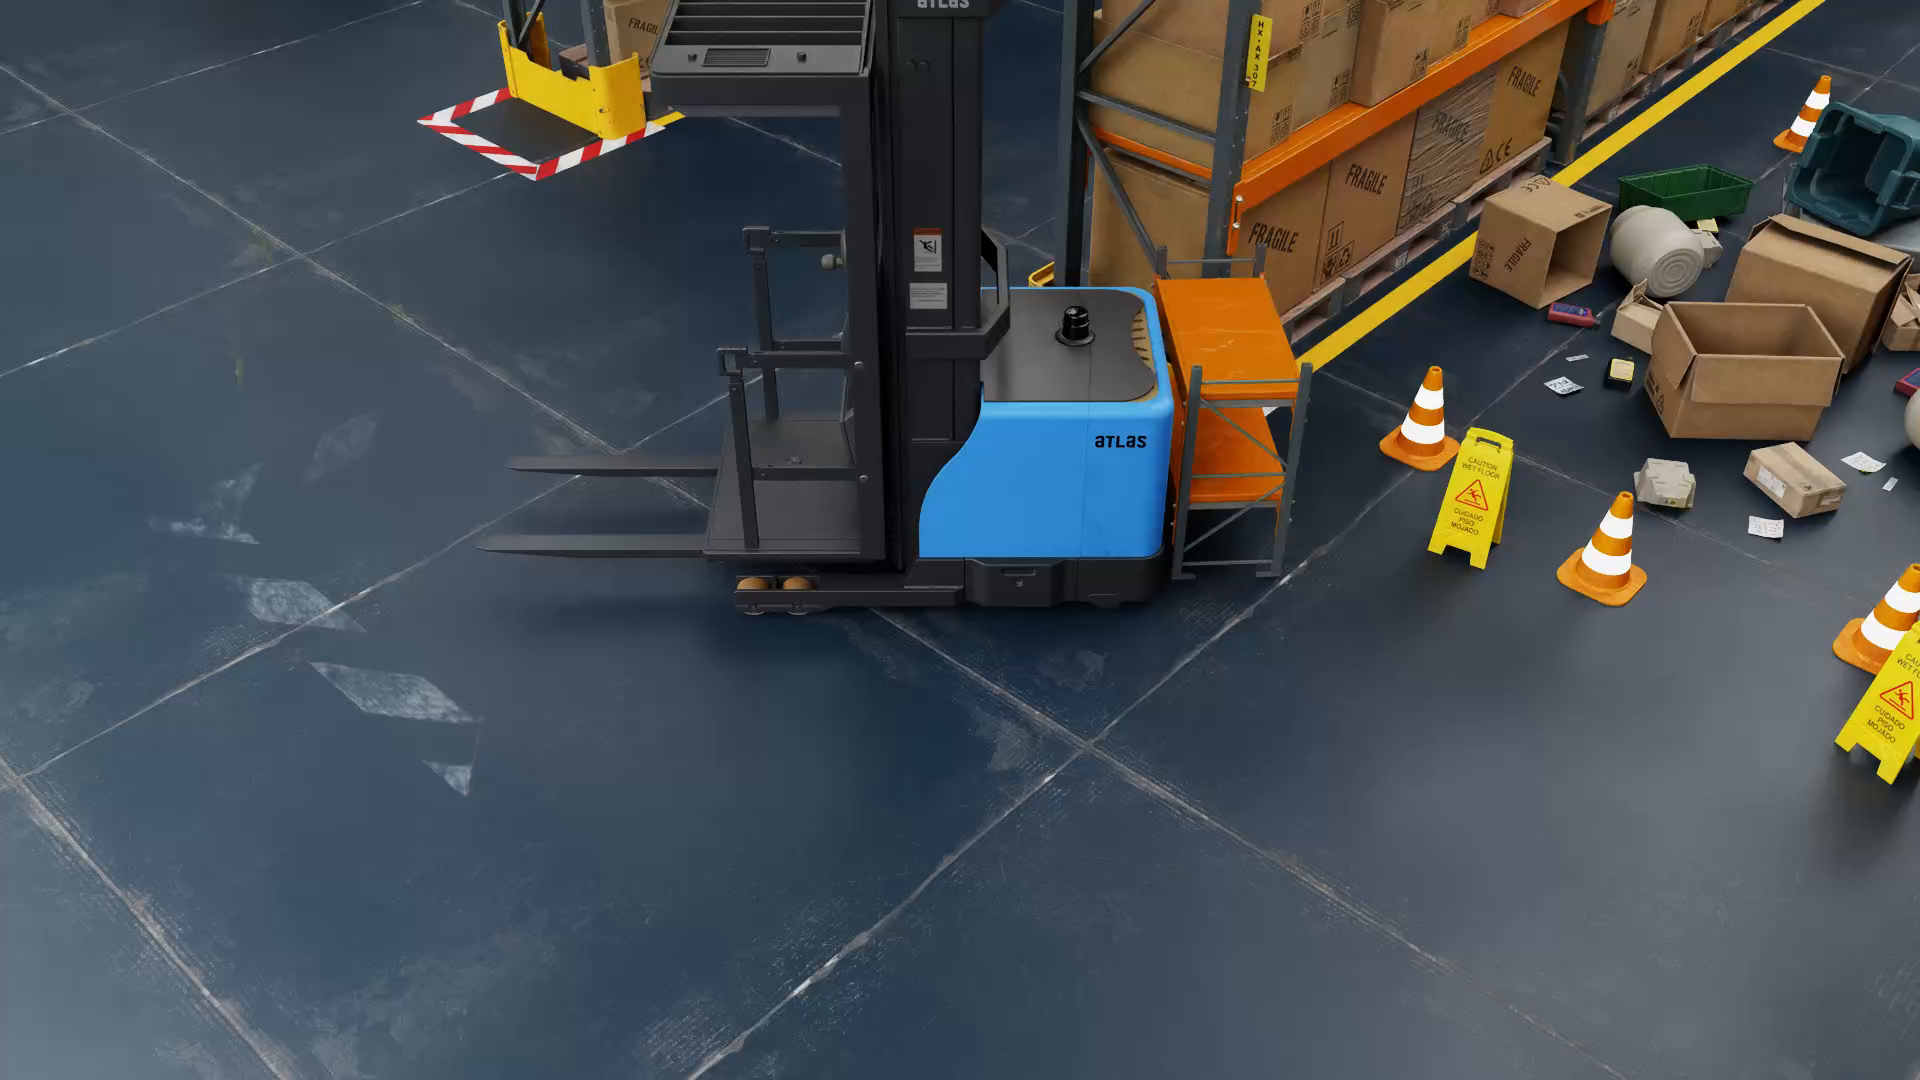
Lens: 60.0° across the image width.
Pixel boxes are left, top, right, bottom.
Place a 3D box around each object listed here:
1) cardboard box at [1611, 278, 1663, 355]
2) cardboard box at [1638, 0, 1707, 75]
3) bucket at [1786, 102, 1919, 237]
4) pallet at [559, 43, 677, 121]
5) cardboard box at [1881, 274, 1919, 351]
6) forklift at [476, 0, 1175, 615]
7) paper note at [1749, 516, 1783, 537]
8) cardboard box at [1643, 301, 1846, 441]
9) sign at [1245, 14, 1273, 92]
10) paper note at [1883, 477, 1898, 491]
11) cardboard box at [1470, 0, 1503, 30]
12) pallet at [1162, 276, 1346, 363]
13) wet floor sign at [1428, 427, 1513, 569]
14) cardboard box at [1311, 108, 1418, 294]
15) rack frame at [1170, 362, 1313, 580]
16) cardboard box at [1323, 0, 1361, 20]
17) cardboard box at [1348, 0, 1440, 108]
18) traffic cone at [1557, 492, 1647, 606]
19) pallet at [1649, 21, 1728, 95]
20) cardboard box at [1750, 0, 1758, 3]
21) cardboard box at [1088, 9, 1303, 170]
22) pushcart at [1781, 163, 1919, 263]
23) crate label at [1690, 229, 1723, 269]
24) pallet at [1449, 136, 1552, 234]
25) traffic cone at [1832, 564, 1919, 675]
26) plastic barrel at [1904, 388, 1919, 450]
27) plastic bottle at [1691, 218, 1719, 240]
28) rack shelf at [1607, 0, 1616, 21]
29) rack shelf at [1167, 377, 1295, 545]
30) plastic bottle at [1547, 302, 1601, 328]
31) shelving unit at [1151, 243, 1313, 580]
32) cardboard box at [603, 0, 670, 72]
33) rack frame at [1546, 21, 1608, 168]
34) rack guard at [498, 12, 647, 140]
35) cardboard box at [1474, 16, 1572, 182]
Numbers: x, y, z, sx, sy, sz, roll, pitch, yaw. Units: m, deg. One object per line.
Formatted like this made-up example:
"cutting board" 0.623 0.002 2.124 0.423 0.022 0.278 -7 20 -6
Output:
"cardboard box" 3.794 -1.192 9.036 0.258 0.266 0.396 -26 45 -29
"cardboard box" 4.600 -3.874 11.682 1.050 0.750 0.750 30 47 32
"bucket" 5.204 -2.109 9.401 0.620 0.611 0.726 -10 38 -28
"pallet" -2.072 -3.419 11.880 1.003 0.211 1.213 30 47 32
"cardboard box" 5.182 -1.250 9.109 0.258 0.266 0.396 2 39 2
"forklift" -0.627 -1.147 6.838 3.031 2.935 1.130 0 38 0
"paper note" 3.786 -0.064 7.806 0.148 0.019 0.142 14 41 17
"cardboard box" 3.934 -0.849 8.413 0.797 0.503 0.637 2 39 2
"sign" 1.301 -2.122 7.249 0.100 0.325 0.005 30 47 32
"paper note" 4.525 -0.272 8.084 0.032 0.001 0.123 30 47 32
"cardboard box" 2.549 -3.249 9.305 0.875 0.550 0.550 30 47 32
"pallet" 1.377 -1.297 9.211 1.003 0.211 1.213 30 47 32
"wet floor sign" 2.338 -0.222 7.510 0.267 0.644 0.232 22 43 25
"cardboard box" 1.897 -2.065 9.307 0.875 0.875 0.875 29 47 31
"rack frame" 1.204 -0.278 7.195 0.500 1.125 0.032 -2 39 -2
"cardboard box" 1.478 -2.915 8.017 0.875 0.550 0.550 30 47 32
"cardboard box" 1.938 -2.702 8.618 0.875 0.550 0.550 30 47 32
"traffic cone" 2.907 -0.012 7.393 0.336 0.463 0.334 30 47 32
"pallet" 4.882 -3.683 12.213 1.003 0.211 1.213 30 47 32
"cardboard box" 5.816 -4.705 12.727 1.050 0.750 0.750 29 47 31
"cardboard box" 1.113 -2.236 8.031 0.875 0.550 0.550 30 47 32
"pushcart" 5.600 -1.702 9.587 1.648 0.377 0.936 14 41 17
"crate label" 4.326 -1.725 9.809 0.298 0.136 0.250 2 39 2
"pallet" 3.024 -2.418 10.621 1.003 0.211 1.213 30 47 32
"traffic cone" 3.956 0.298 7.004 0.336 0.463 0.334 30 47 32
"plastic barrel" 4.894 -0.532 8.079 0.421 0.421 0.512 -5 39 -6
"plastic bottle" 4.522 -1.915 10.109 0.133 0.061 0.283 8 39 10
"rack shelf" 4.944 -4.463 11.530 1.077 0.370 4.000 30 47 32
"rack shelf" 1.182 -0.402 7.745 0.538 0.278 1.000 -2 39 -2
"plastic bottle" 3.430 -1.251 9.274 0.283 0.061 0.133 14 41 17
"shelving unit" 1.182 -0.594 7.593 0.538 1.125 1.048 -2 39 -2
"cardboard box" -2.264 -3.583 11.517 0.500 0.500 0.500 -25 45 -28
"rack frame" 3.594 -3.826 10.151 1.000 3.000 0.127 30 47 32
"rack guard" -2.646 -3.173 11.339 1.175 0.500 0.348 30 47 32
"cardboard box" 3.118 -2.899 10.355 0.875 0.875 0.875 30 48 32
